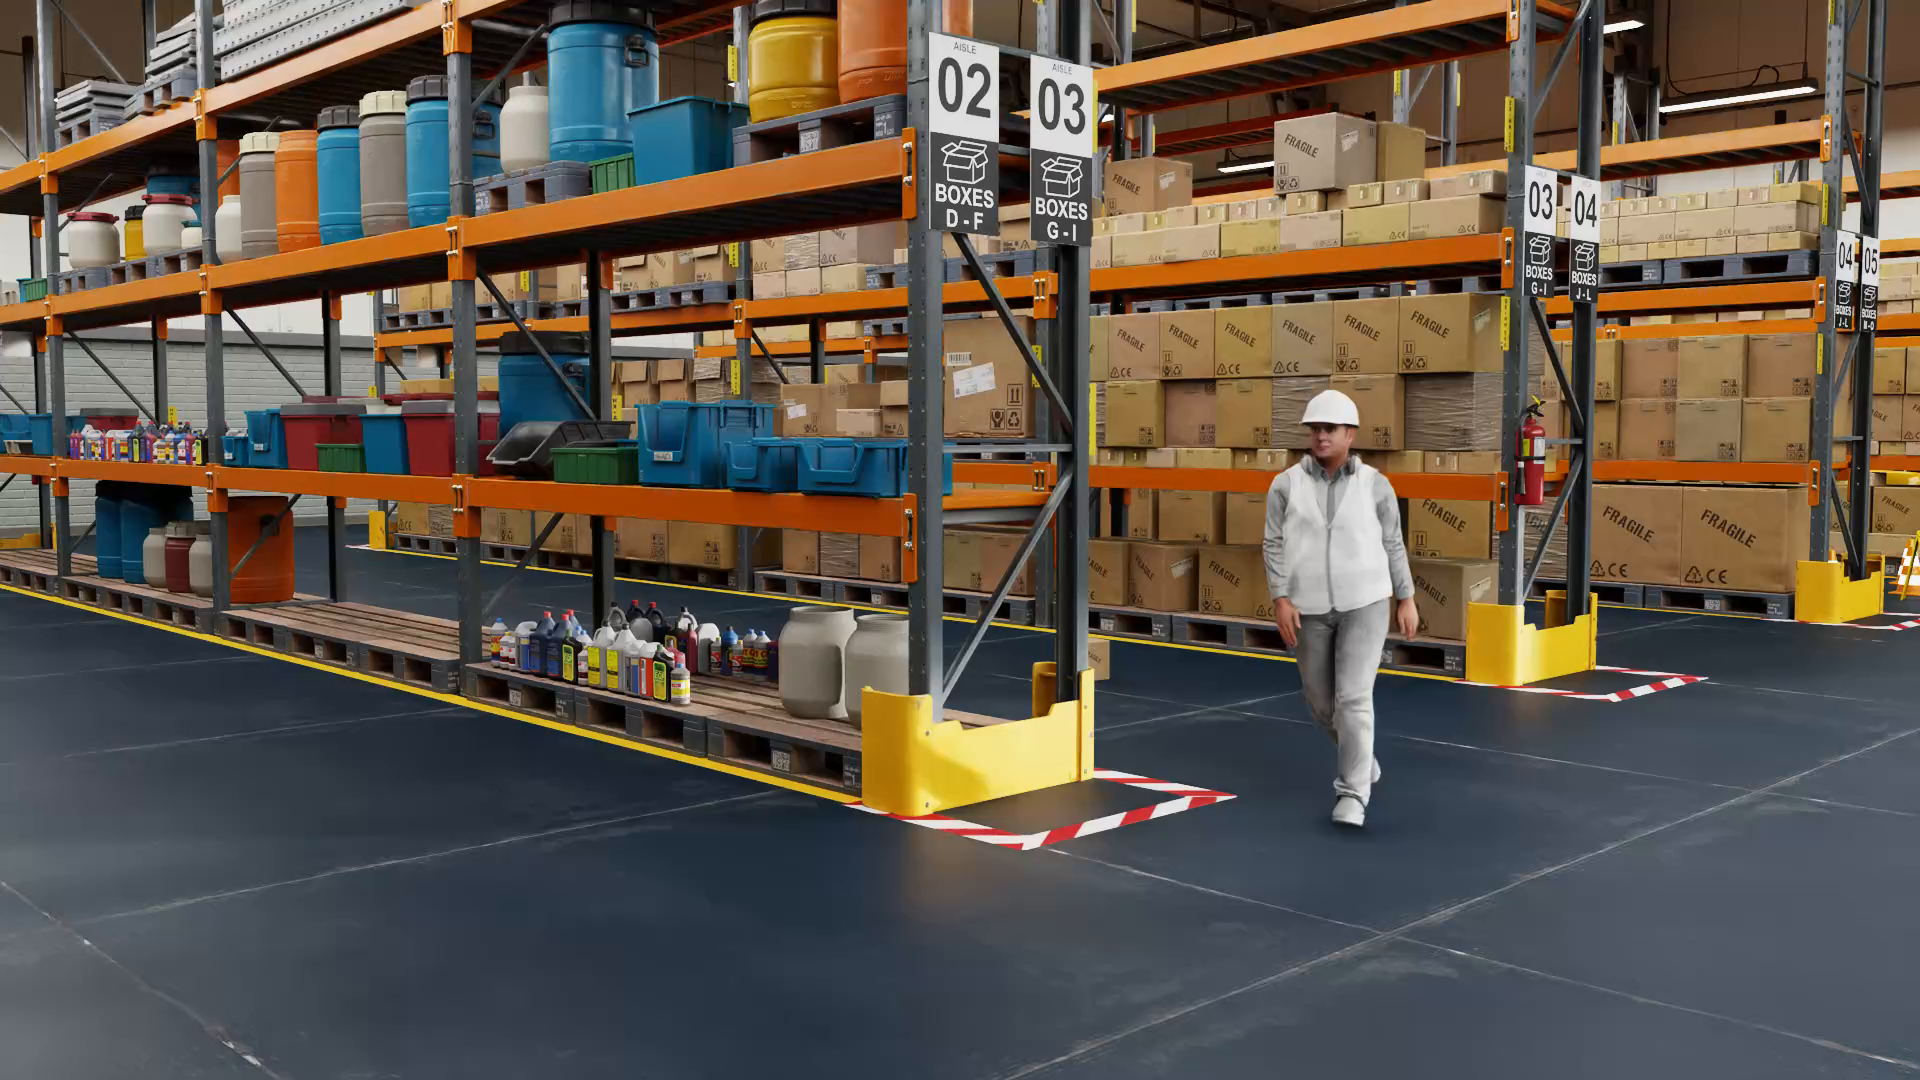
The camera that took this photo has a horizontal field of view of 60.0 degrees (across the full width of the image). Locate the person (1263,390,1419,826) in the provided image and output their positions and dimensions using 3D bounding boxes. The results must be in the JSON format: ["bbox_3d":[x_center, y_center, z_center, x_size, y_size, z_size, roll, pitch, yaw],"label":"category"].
[{"bbox_3d":[1.577,0.257,6.896,0.622,1.747,0.860,1,4,17],"label":"person"}]
